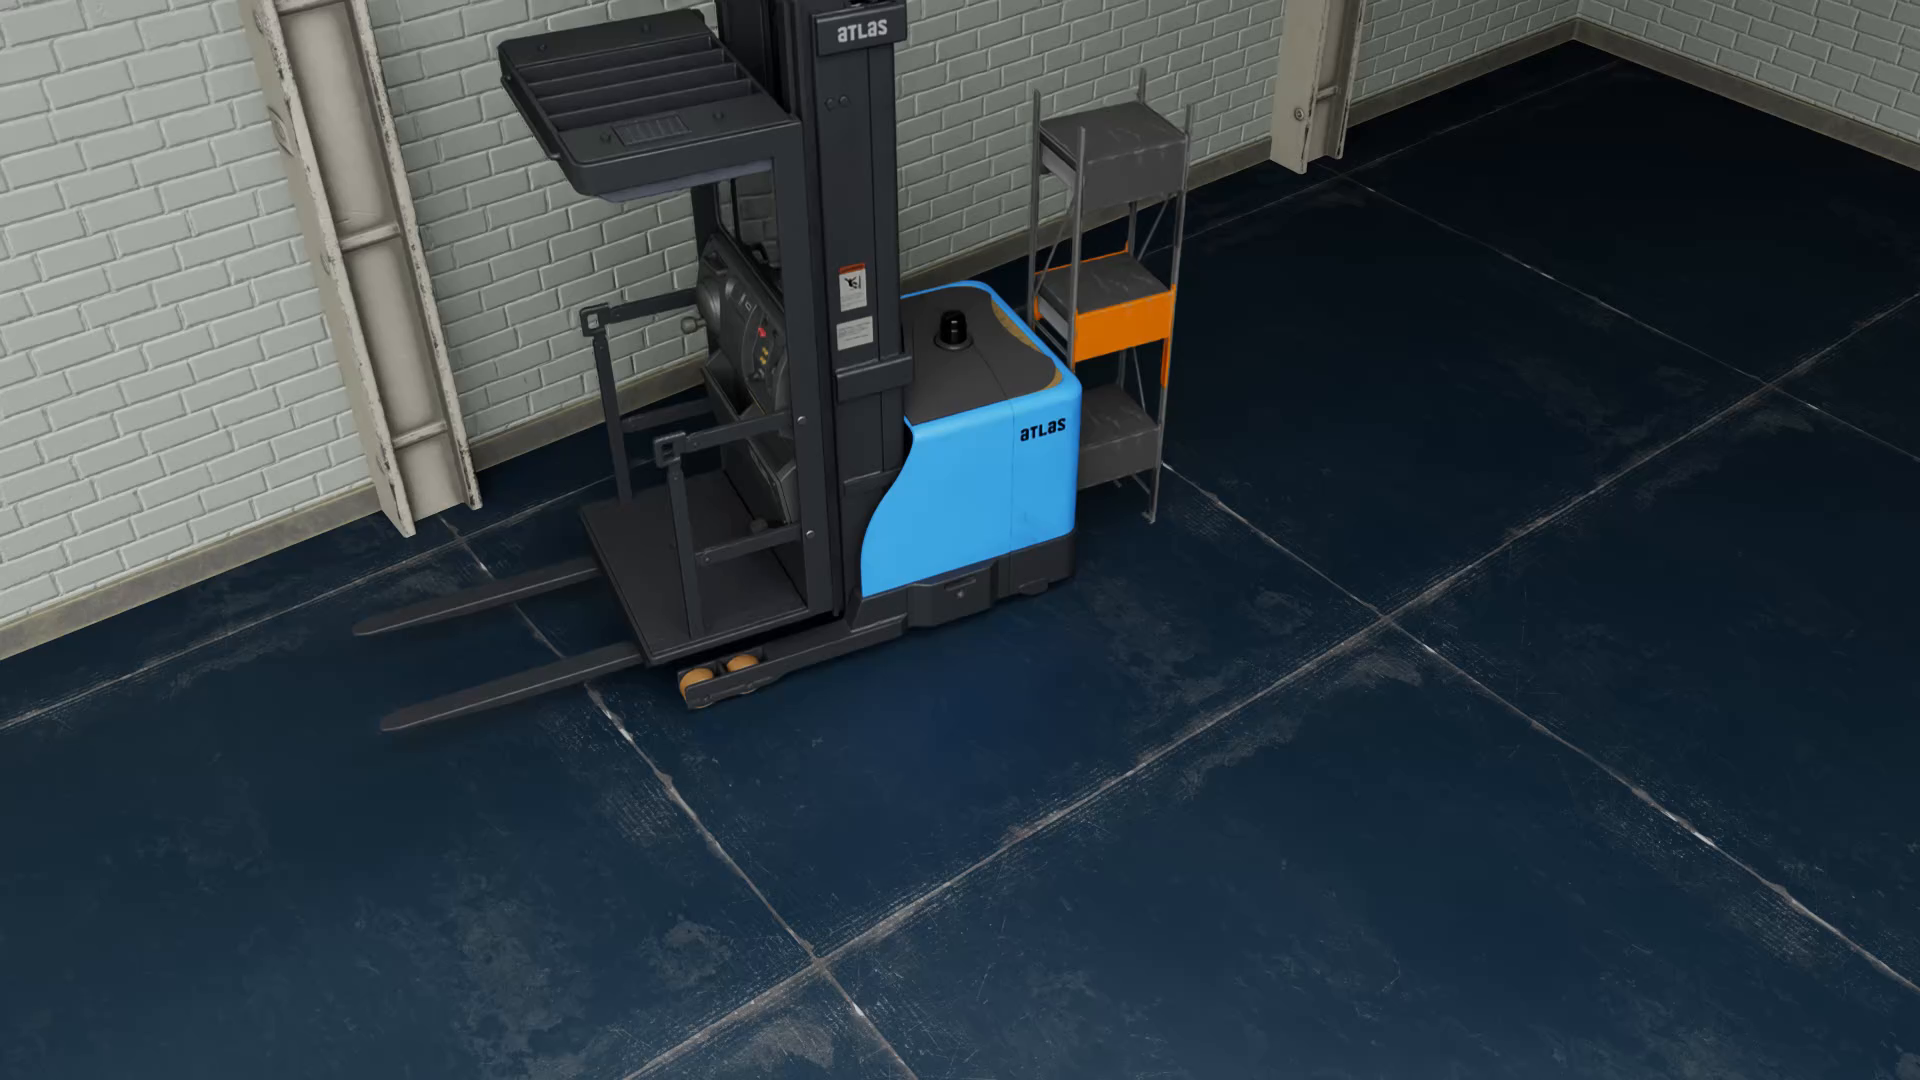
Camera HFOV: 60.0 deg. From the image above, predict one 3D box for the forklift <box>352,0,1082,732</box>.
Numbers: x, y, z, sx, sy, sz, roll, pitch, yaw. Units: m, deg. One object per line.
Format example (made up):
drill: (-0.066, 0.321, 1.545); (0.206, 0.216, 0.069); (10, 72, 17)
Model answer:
forklift: (-1.035, -0.820, 6.439); (3.031, 2.935, 1.130); (-17, 42, -19)

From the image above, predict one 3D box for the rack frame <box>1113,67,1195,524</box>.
rack frame: (0.827, -1.004, 7.318); (0.015, 2.100, 0.400); (-17, 42, -19)

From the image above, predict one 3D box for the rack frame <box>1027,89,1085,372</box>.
rack frame: (0.387, -0.870, 7.155); (0.015, 2.100, 0.400); (-17, 42, -19)

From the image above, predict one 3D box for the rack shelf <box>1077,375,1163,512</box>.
rack shelf: (0.607, -0.385, 7.689); (0.480, 0.518, 0.431); (-17, 42, -19)

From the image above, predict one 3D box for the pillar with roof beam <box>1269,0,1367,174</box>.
pillar with roof beam: (4.855, -3.796, 5.282); (0.400, 9.000, 9.100); (-26, 46, -28)

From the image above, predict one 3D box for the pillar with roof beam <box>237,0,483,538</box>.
pillar with roof beam: (0.097, -1.477, 2.455); (0.400, 9.000, 9.100); (-26, 46, -28)

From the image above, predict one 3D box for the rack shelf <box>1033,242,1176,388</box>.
rack shelf: (0.607, -0.927, 7.245); (0.480, 0.518, 0.431); (-17, 42, -19)

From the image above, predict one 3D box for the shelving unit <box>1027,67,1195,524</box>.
shelving unit: (0.607, -0.937, 7.237); (0.503, 2.100, 0.431); (-17, 42, -19)

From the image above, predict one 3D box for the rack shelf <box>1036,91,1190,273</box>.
rack shelf: (0.607, -1.468, 6.801); (0.480, 0.518, 0.431); (-17, 42, -19)
